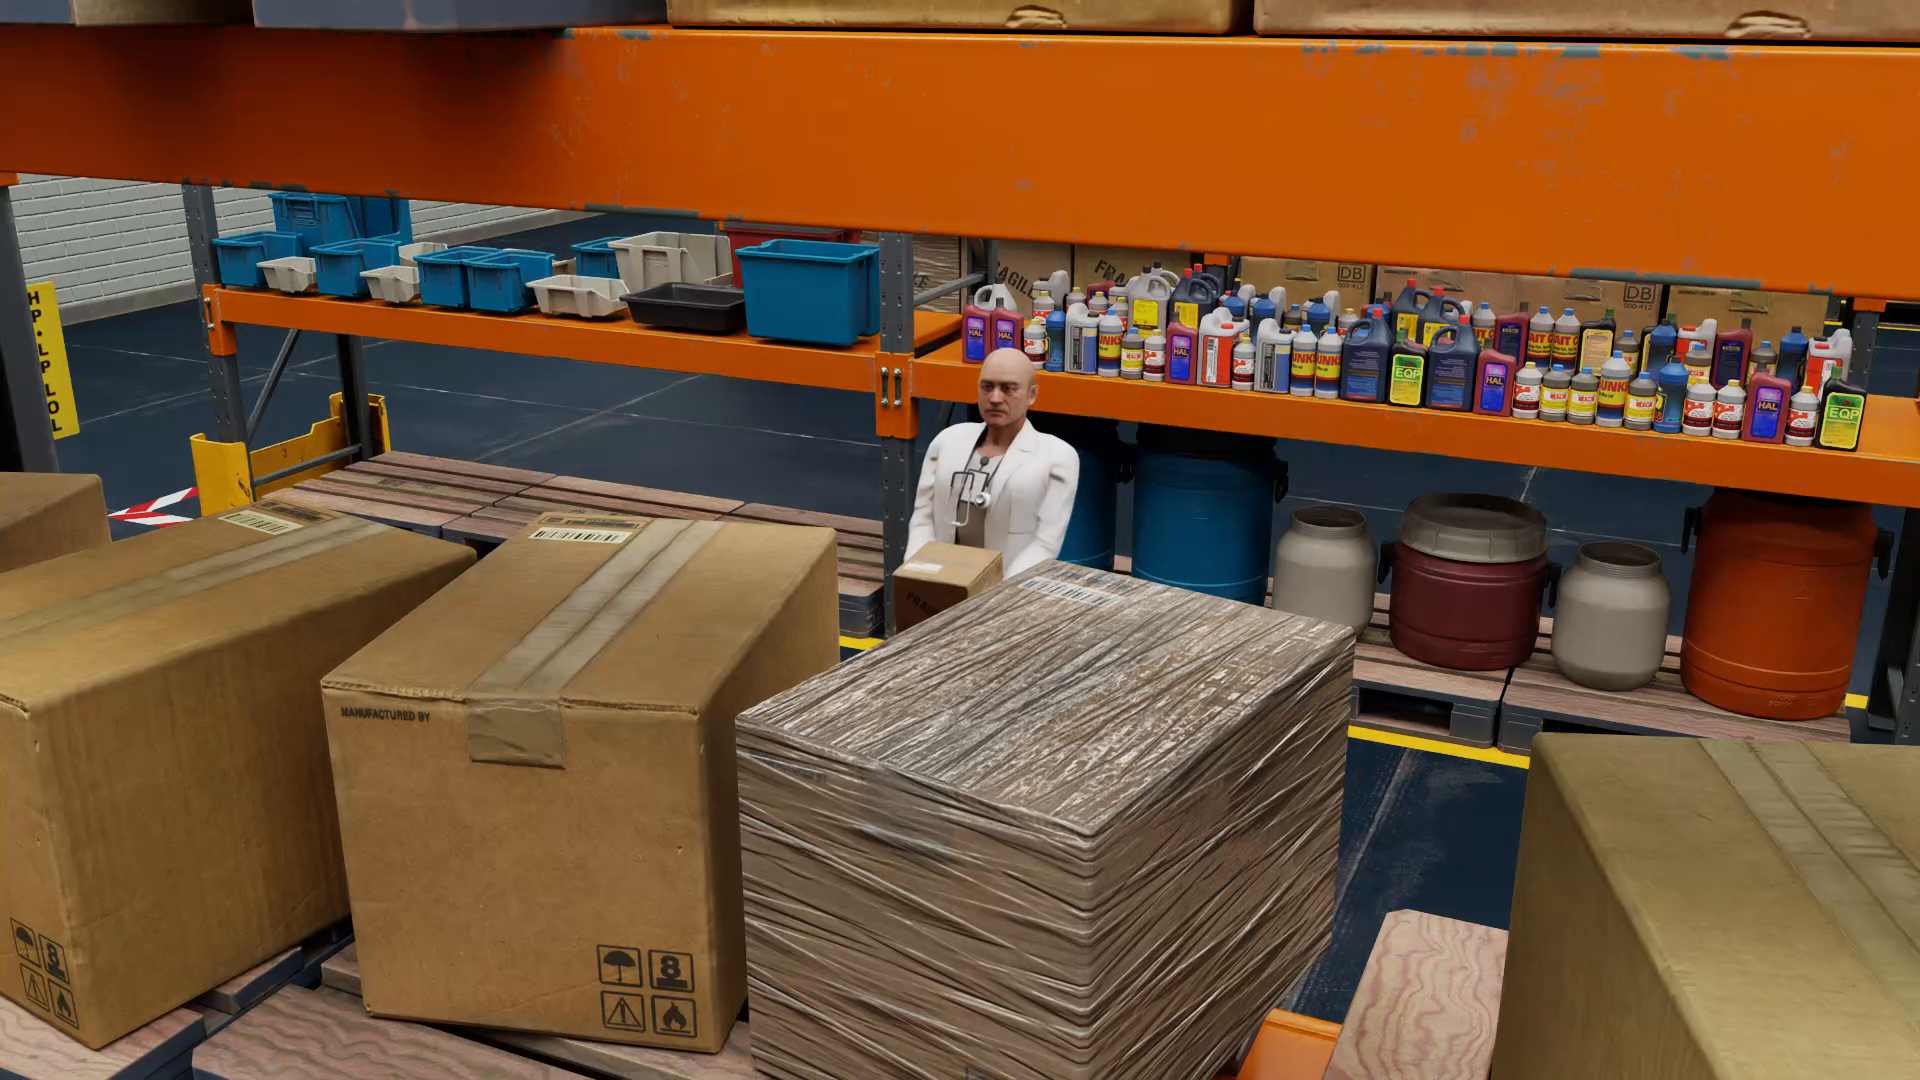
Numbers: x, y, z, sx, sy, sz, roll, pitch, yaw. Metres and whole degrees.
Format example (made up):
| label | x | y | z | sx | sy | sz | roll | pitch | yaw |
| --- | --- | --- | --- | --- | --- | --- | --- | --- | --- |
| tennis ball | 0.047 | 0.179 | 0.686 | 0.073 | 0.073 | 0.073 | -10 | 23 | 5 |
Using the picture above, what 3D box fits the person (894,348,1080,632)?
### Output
| label | x | y | z | sx | sy | sz | roll | pitch | yaw |
| --- | --- | --- | --- | --- | --- | --- | --- | --- | --- |
| person | 0.054 | 0.302 | 5.206 | 0.529 | 1.770 | 0.563 | 9 | 21 | 24 |
